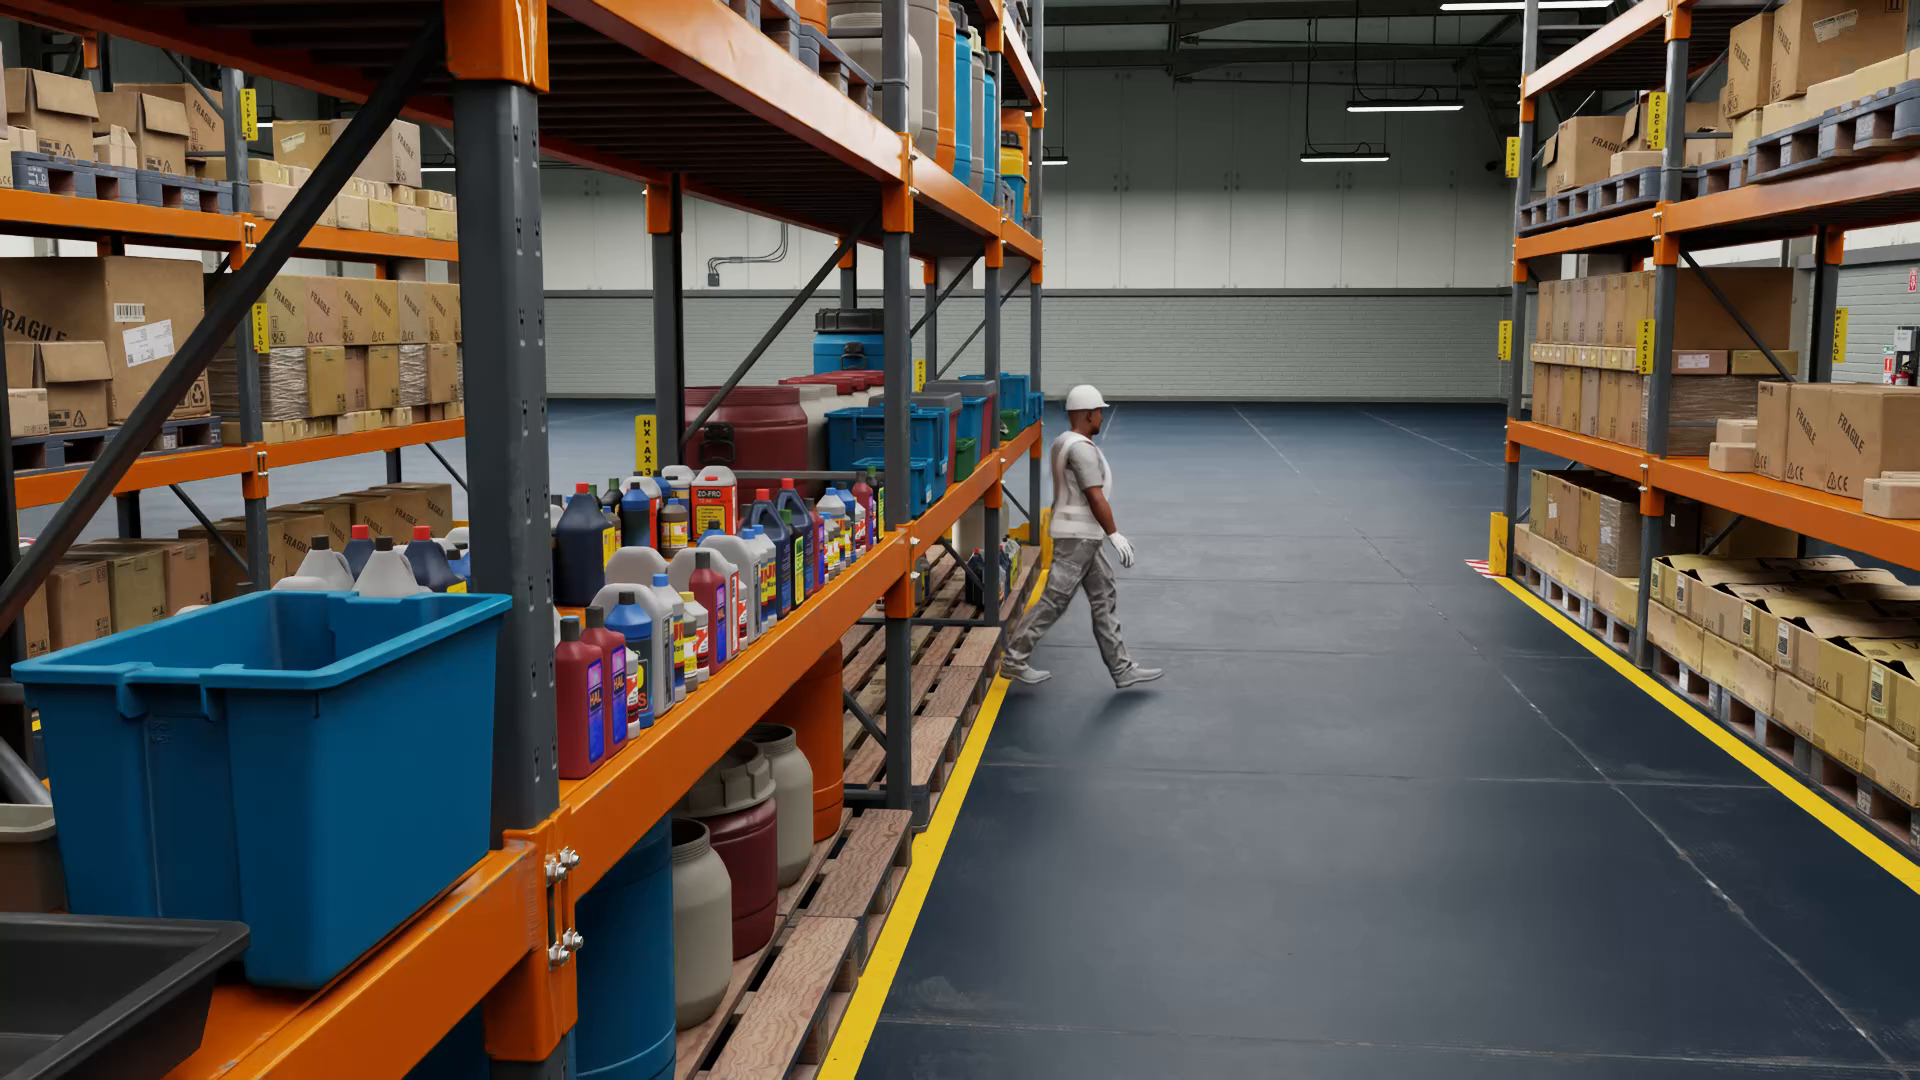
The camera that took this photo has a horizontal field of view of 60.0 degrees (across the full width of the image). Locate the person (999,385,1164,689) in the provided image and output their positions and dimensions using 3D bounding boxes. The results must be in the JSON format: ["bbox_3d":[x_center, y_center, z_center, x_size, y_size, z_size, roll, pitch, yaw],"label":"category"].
[{"bbox_3d":[0.709,-0.012,9.565,0.959,1.749,0.577,0,7,2],"label":"person"}]
